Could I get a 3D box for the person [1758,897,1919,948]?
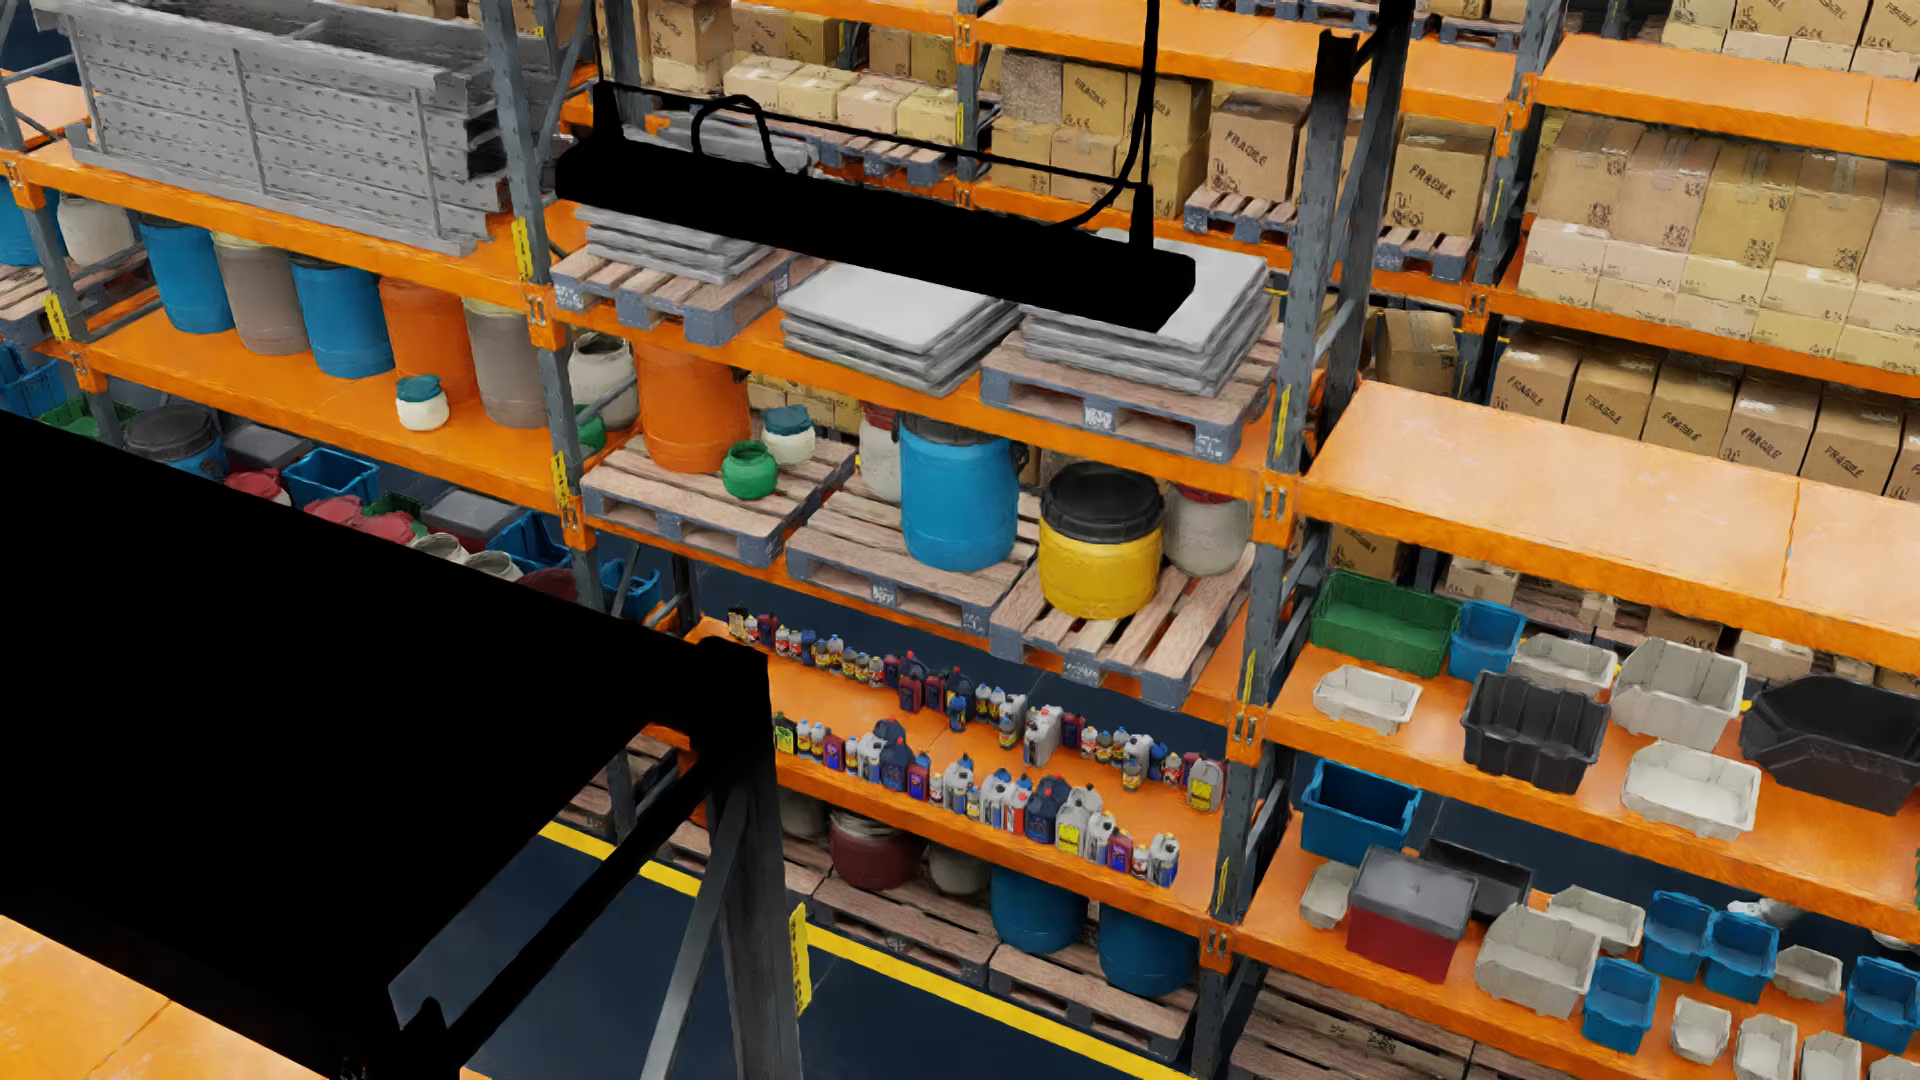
[{"bbox_3d":[5.472,1.747,9.829,1.013,1.651,0.598,18,39,23],"label":"person"}]
